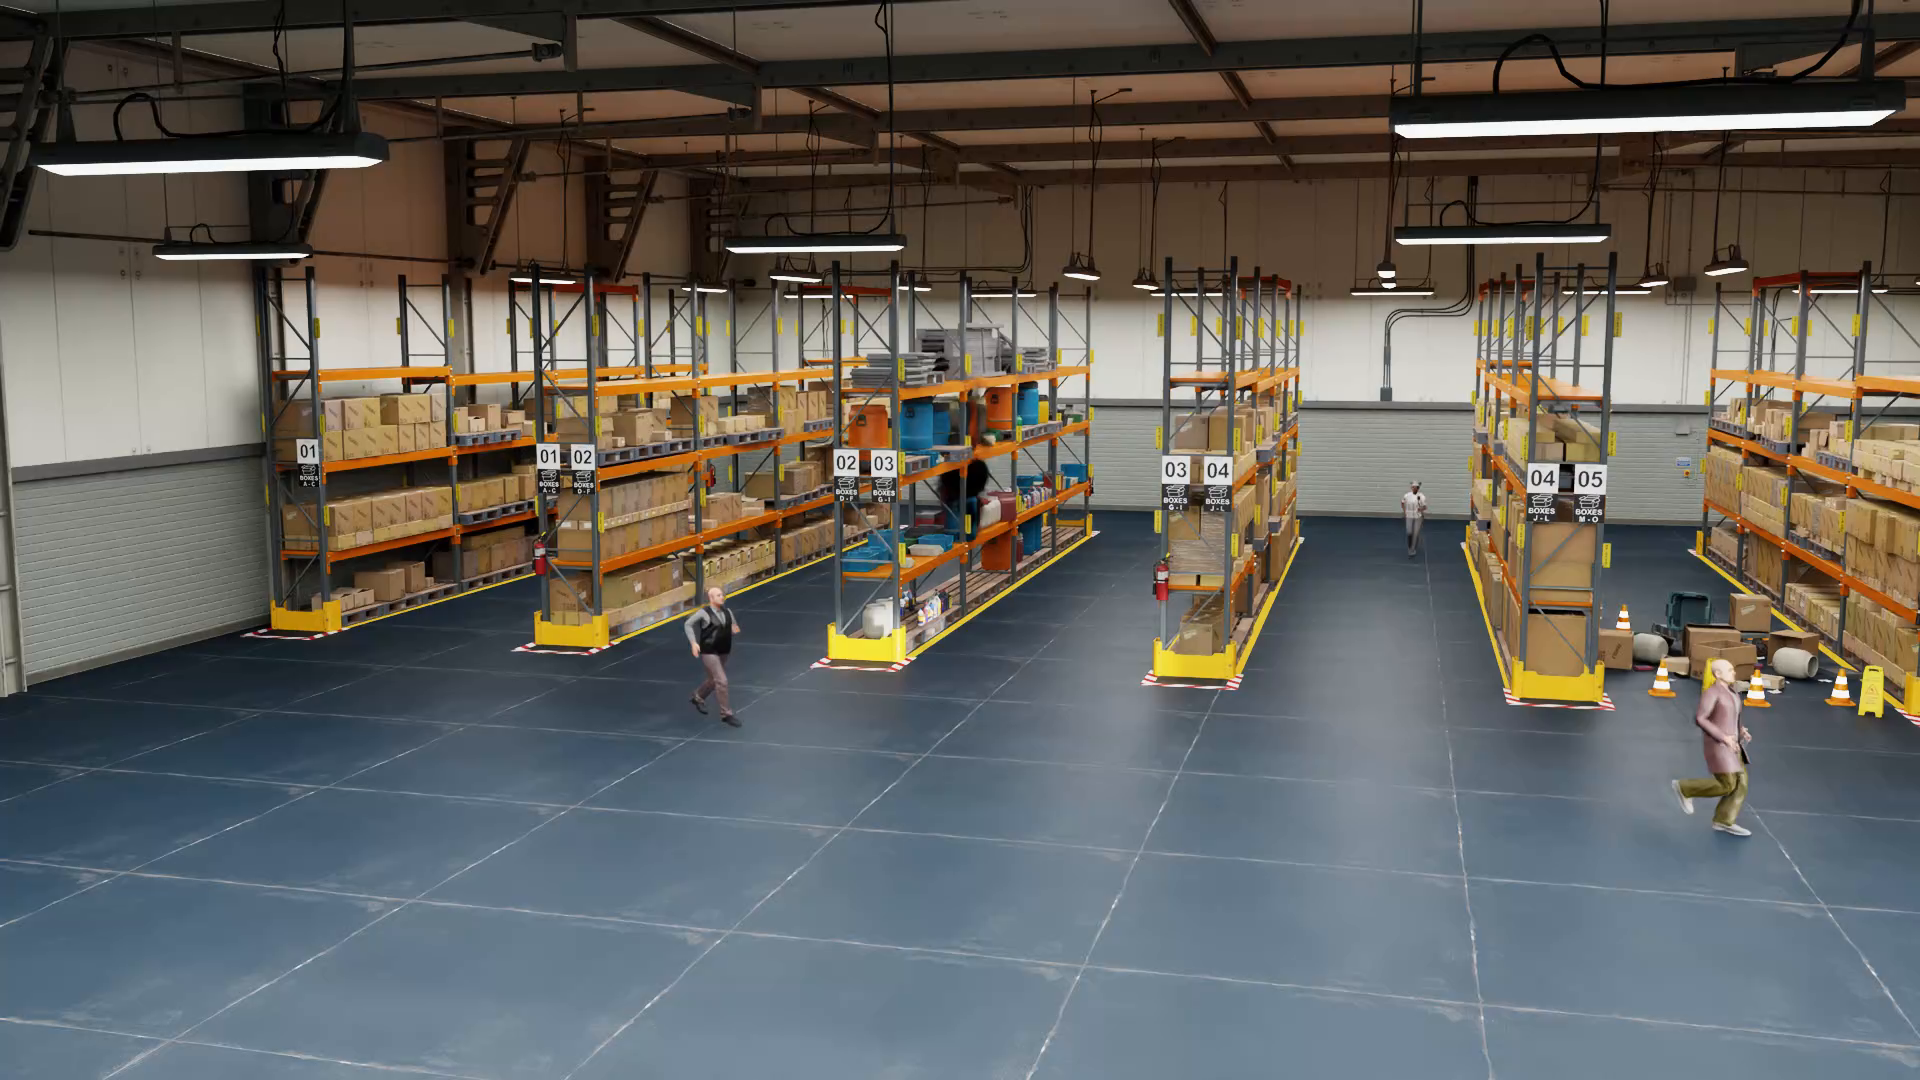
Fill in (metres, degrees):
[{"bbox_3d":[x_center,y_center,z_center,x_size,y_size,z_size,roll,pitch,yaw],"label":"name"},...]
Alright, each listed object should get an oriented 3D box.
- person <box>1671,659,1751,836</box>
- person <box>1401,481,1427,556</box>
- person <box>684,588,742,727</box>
[{"bbox_3d":[7.563,2.049,16.624,0.756,1.743,0.711,7,10,44],"label":"person"},{"bbox_3d":[9.998,-0.472,36.693,0.576,1.690,0.617,2,8,18],"label":"person"},{"bbox_3d":[-3.115,1.453,21.087,0.953,1.728,0.645,5,9,35],"label":"person"}]
